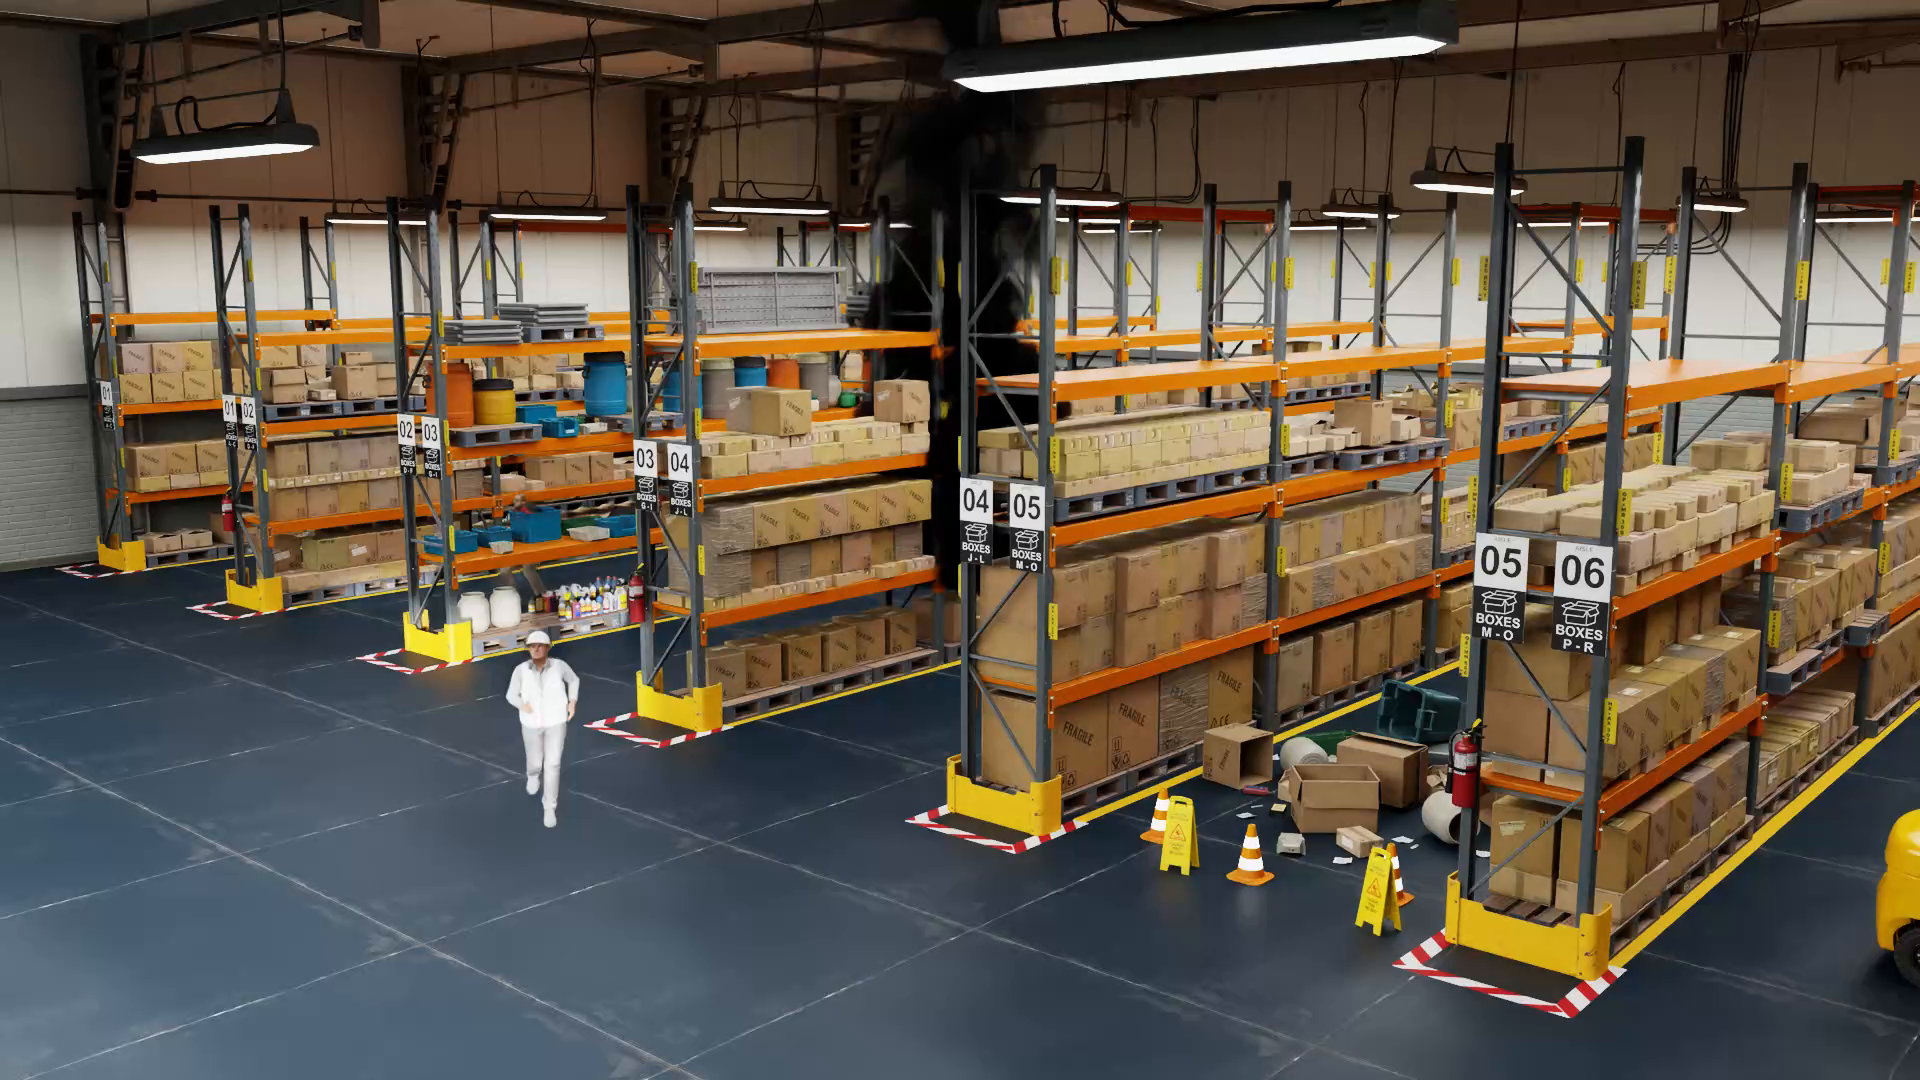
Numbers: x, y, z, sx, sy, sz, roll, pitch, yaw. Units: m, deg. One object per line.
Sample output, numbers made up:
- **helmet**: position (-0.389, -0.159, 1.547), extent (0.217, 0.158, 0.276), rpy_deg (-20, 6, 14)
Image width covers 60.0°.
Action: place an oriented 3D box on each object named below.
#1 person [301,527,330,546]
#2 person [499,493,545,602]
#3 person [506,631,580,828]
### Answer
- **person**: position (-10.817, -0.292, 27.929), extent (0.538, 1.650, 0.714), rpy_deg (5, 11, 27)
- **person**: position (-6.616, 0.188, 25.020), extent (0.631, 1.798, 0.754), rpy_deg (6, 11, 31)
- **person**: position (-3.918, 1.714, 15.677), extent (0.668, 1.780, 0.952), rpy_deg (-2, 10, -11)
